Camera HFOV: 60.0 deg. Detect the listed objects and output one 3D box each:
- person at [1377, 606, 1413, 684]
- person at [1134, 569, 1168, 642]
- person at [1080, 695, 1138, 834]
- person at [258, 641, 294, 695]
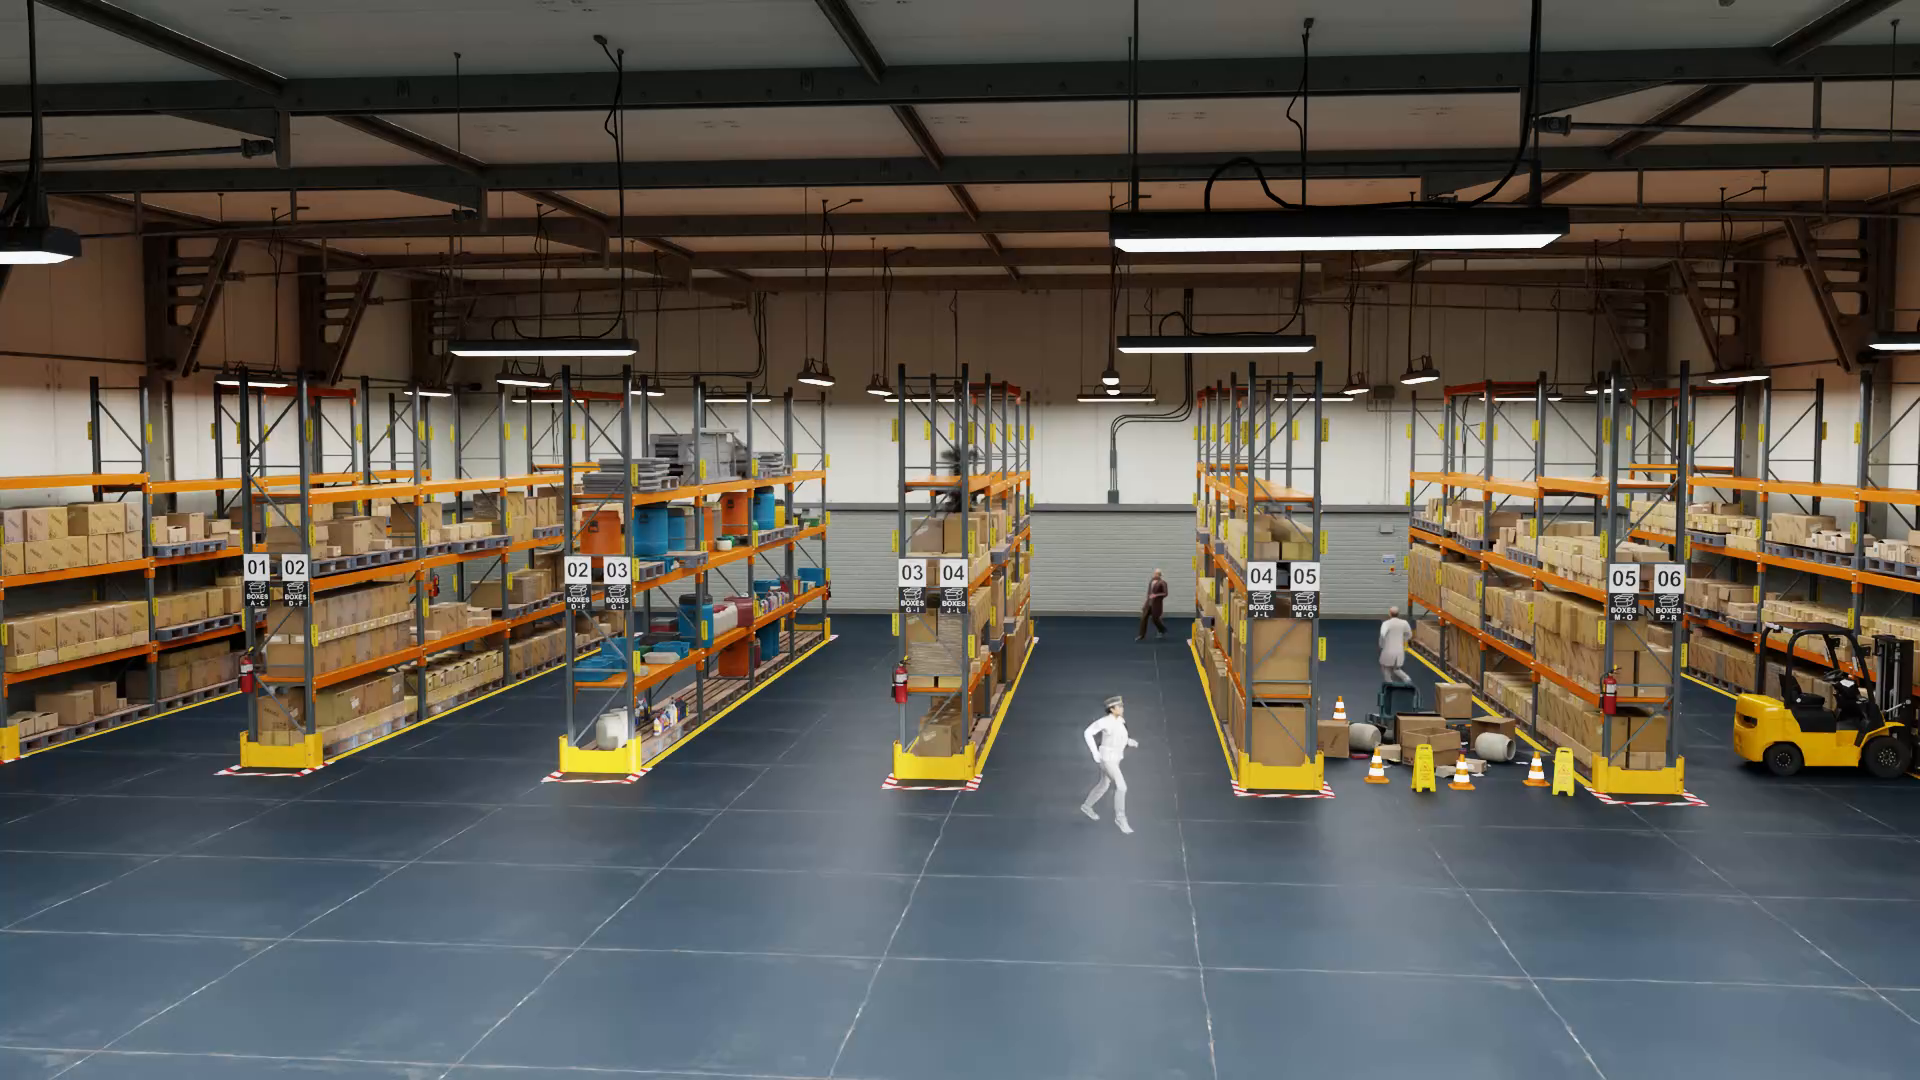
[{"bbox_3d":[8.223,2.127,31.413,0.719,1.746,0.885,-1,4,-12],"label":"person"},{"bbox_3d":[4.704,1.562,39.876,1.024,1.761,0.739,-3,5,-41],"label":"person"},{"bbox_3d":[1.851,2.812,21.015,0.846,1.740,0.646,3,5,36],"label":"person"},{"bbox_3d":[-11.520,2.323,28.110,0.791,1.810,0.802,0,4,-2],"label":"person"}]
